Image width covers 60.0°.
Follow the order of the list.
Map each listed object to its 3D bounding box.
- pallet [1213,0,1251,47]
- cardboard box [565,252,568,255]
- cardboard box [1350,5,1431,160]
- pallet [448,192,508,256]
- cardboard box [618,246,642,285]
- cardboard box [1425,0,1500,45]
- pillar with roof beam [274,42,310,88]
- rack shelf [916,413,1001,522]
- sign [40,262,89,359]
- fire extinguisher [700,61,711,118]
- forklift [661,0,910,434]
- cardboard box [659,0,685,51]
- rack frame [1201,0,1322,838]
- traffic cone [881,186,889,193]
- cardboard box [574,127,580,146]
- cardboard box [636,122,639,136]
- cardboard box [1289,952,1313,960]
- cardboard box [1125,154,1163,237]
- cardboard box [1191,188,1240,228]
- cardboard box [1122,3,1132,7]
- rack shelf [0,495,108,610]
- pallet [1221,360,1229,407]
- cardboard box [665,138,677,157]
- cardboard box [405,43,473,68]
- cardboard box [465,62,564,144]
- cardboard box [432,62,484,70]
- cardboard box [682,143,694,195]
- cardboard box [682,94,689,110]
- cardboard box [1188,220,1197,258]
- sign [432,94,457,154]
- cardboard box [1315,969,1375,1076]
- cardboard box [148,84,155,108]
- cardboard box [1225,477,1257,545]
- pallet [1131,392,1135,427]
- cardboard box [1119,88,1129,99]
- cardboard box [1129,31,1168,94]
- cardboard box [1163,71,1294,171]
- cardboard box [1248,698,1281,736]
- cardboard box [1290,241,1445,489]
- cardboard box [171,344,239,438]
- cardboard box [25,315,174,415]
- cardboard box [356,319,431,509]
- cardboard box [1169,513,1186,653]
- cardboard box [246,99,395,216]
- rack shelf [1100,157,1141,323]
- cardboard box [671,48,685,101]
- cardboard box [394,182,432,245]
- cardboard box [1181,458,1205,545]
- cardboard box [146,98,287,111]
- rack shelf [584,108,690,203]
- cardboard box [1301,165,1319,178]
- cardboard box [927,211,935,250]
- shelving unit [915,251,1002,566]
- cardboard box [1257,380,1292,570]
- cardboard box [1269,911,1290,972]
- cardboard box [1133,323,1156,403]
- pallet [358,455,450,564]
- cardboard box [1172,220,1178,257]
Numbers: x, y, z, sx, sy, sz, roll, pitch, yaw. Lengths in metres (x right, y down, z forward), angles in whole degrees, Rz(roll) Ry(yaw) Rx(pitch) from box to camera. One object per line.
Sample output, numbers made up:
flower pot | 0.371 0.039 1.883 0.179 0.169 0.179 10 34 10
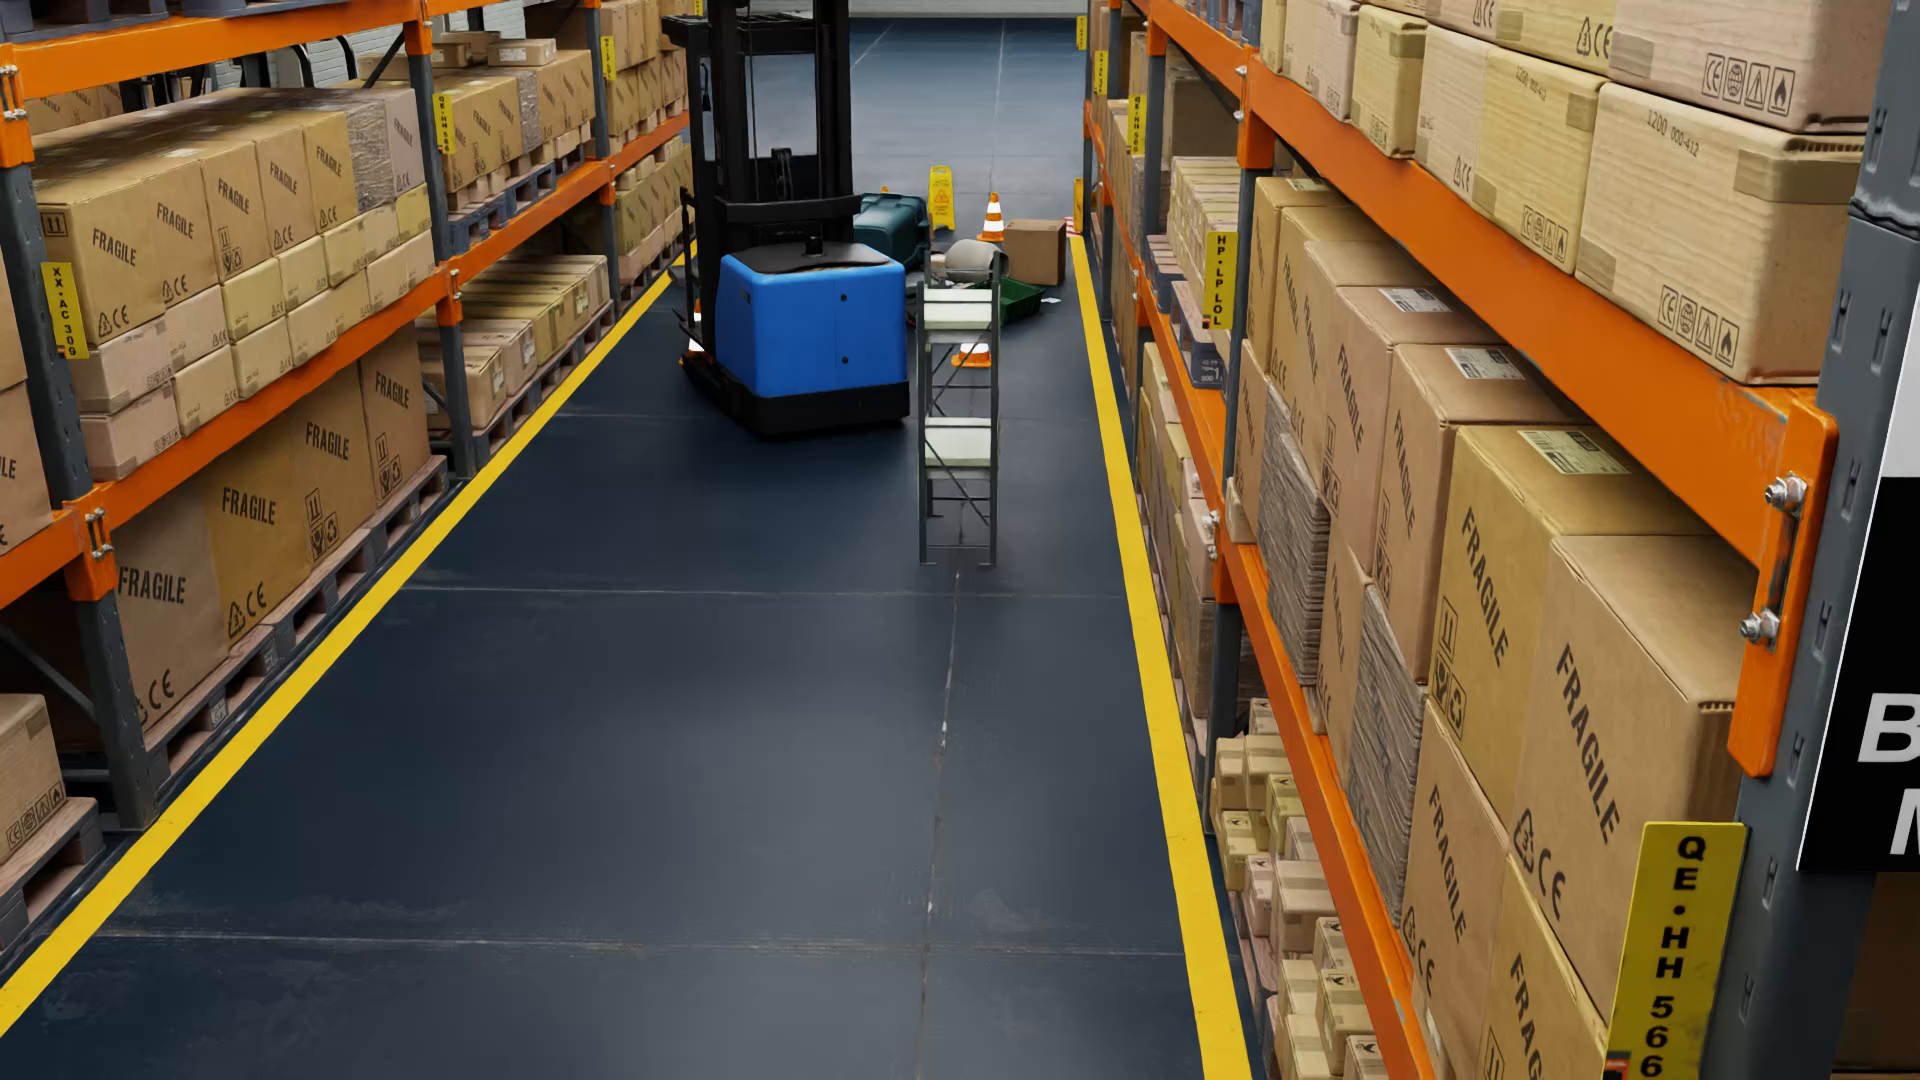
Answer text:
pallet | 1.537 -1.843 5.746 1.213 0.211 1.003 1 21 2
cardboard box | -3.546 -2.352 14.163 0.500 0.250 0.500 2 21 4
cardboard box | 1.073 -0.916 3.304 0.500 0.250 0.500 2 21 4
pallet | -3.502 -1.944 10.158 1.213 0.211 1.003 1 21 2
cardboard box | -3.008 -2.345 14.147 0.500 0.250 0.500 0 21 -1
cardboard box | 1.083 -0.965 2.739 0.500 0.250 0.500 1 21 2
pillar with roof beam | -4.572 -9.398 20.809 9.100 9.000 0.400 1 21 2
rack shelf | 0.000 -0.398 8.882 0.431 0.370 0.720 1 21 2
sign | -2.984 -0.763 5.543 0.100 0.325 0.005 1 21 2
fire extinguisher | -2.710 -4.667 17.018 0.296 0.674 0.183 1 21 2
forklift | -1.372 -2.540 11.524 1.130 2.935 3.031 -9 23 -21
cardboard box | -2.907 -4.763 15.226 0.700 0.500 0.500 0 21 1
rack frame | 1.412 -0.311 5.683 1.000 3.000 0.127 1 21 2
traffic cone | -0.778 -3.426 17.218 0.336 0.463 0.334 1 21 2
cardboard box | -3.061 -3.015 12.420 0.380 0.149 0.250 0 21 0
cardboard box | -3.013 -3.588 14.477 0.380 0.149 0.250 1 21 1
cardboard box | 1.149 1.189 4.766 0.380 0.149 0.250 2 21 4
cardboard box | 1.296 -2.150 10.284 0.500 0.500 0.500 1 21 2
cardboard box | 1.294 -1.568 7.869 0.380 0.149 0.250 2 21 4
cardboard box | 1.755 -4.303 14.273 0.875 0.550 0.550 1 21 2
rack shelf | -3.600 0.730 3.995 1.077 0.370 4.000 1 21 2
pallet | 1.581 -0.496 6.425 1.003 0.211 1.213 1 21 2
cardboard box | -2.892 -3.716 15.747 0.380 0.149 0.250 1 21 3
cardboard box | -3.593 -3.344 11.475 0.380 0.149 0.250 2 21 5
cardboard box | -3.116 -3.067 11.656 0.500 0.500 0.500 1 21 3
cardboard box | -3.640 -3.076 11.680 0.500 0.500 0.500 1 21 1
cardboard box | -2.937 -3.638 16.443 0.500 0.500 0.500 1 21 2
cardboard box | -2.868 -4.320 16.363 0.380 0.149 0.250 0 21 1
cardboard box | 1.292 -1.426 7.912 0.380 0.149 0.250 1 21 2
sign | -2.862 -2.310 9.234 0.100 0.325 0.005 1 21 2
cardboard box | 1.121 1.232 4.244 0.380 0.149 0.250 1 21 2
cardboard box | -7.928 -4.214 15.603 0.500 0.500 0.500 0 21 1
cardboard box | 1.076 -0.095 5.473 0.380 0.149 0.250 1 21 4
pallet | 1.633 -0.741 10.647 1.003 0.211 1.213 1 21 2
cardboard box | 1.655 -3.406 13.454 0.875 0.550 0.550 1 21 2
cardboard box | 1.646 -3.536 12.476 0.700 0.500 0.500 0 21 1
cardboard box | 1.557 -2.432 9.629 0.700 0.500 0.500 1 21 1
cardboard box | 1.195 0.668 5.699 0.380 0.149 0.250 1 21 4
cardboard box | 1.108 -0.432 4.064 0.500 0.500 0.500 1 21 3
cardboard box | -3.247 -0.602 6.641 0.500 0.250 0.500 0 21 0
cardboard box | -3.243 -0.648 6.067 0.500 0.250 0.500 0 21 0
cardboard box | -3.521 -0.731 9.123 0.875 0.875 0.875 0 21 1
cardboard box | 1.199 0.203 7.234 0.500 0.500 0.500 0 21 0
cardboard box | -3.179 -1.912 8.290 0.500 0.500 0.500 1 21 3
rack shelf | 1.595 -2.145 11.404 1.077 0.370 4.000 1 21 2
cardboard box | -2.935 -4.472 15.859 0.500 0.500 0.500 1 21 2
cardboard box | -3.178 -1.760 8.934 0.500 0.250 0.500 1 21 1
cardboard box | 1.211 -0.148 7.103 0.500 0.250 0.500 2 21 4
cardboard box | -3.682 -1.932 8.342 0.500 0.500 0.500 1 21 2
rack shelf | -3.235 -3.609 15.177 1.077 0.370 4.000 1 21 2
cardboard box | 1.967 -1.840 8.568 0.380 0.149 0.250 0 21 1
cardboard box | -0.697 -2.840 15.654 0.797 0.503 0.637 -16 26 -35
shelving unit | 0.000 -0.702 8.764 0.431 1.500 0.755 1 21 2
cardboard box | 1.137 -0.141 4.695 0.500 0.500 0.500 1 21 2
cardboard box | 1.158 1.230 5.073 0.380 0.149 0.250 0 21 1
cardboard box | 1.642 -1.123 10.306 1.050 0.750 0.750 0 21 1
pallet | -3.516 -0.190 9.228 1.003 0.211 1.213 1 21 2
cardboard box | 1.310 -1.579 8.718 0.380 0.149 0.250 2 21 4
